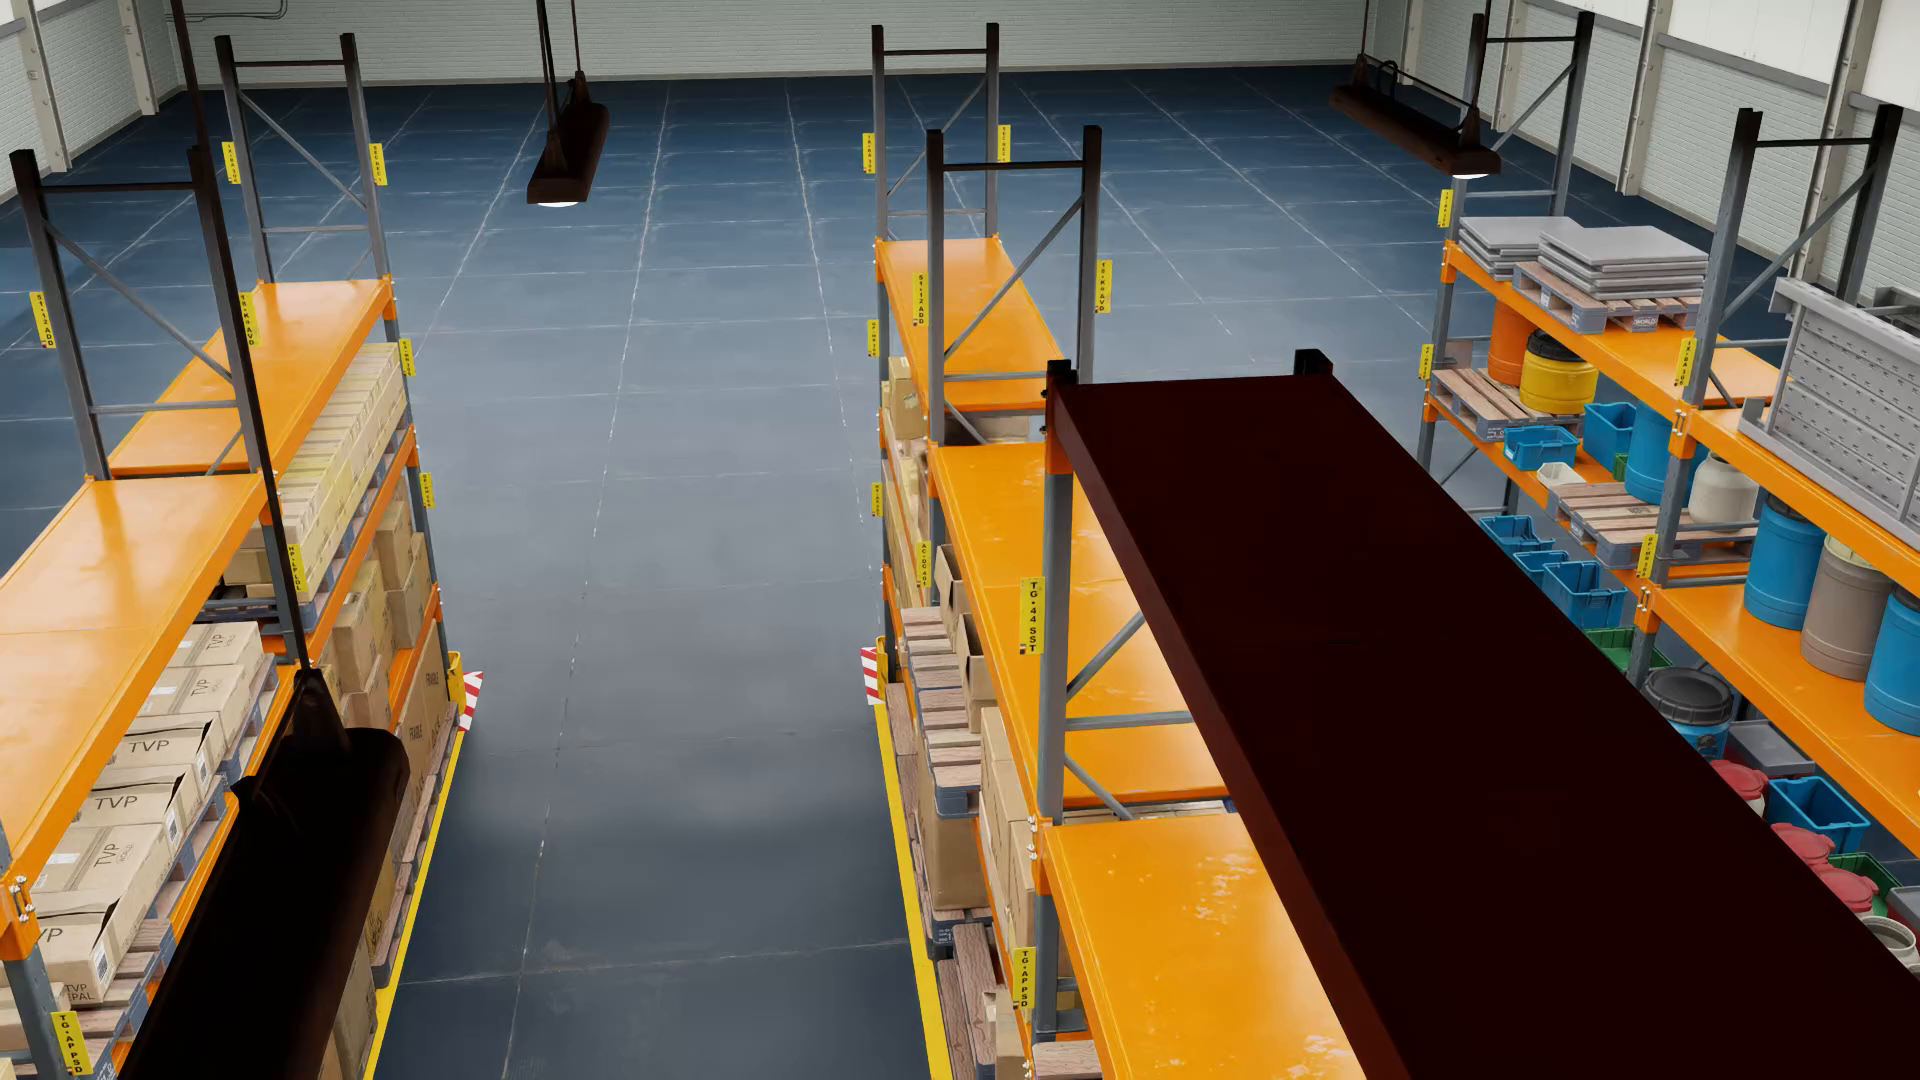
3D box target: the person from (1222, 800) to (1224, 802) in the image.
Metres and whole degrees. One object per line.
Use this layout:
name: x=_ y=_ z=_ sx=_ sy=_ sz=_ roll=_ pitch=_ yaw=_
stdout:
person: x=1.783 y=2.105 z=12.241 sx=0.585 sy=1.612 sz=0.663 roll=-14 pitch=29 yaw=-27
